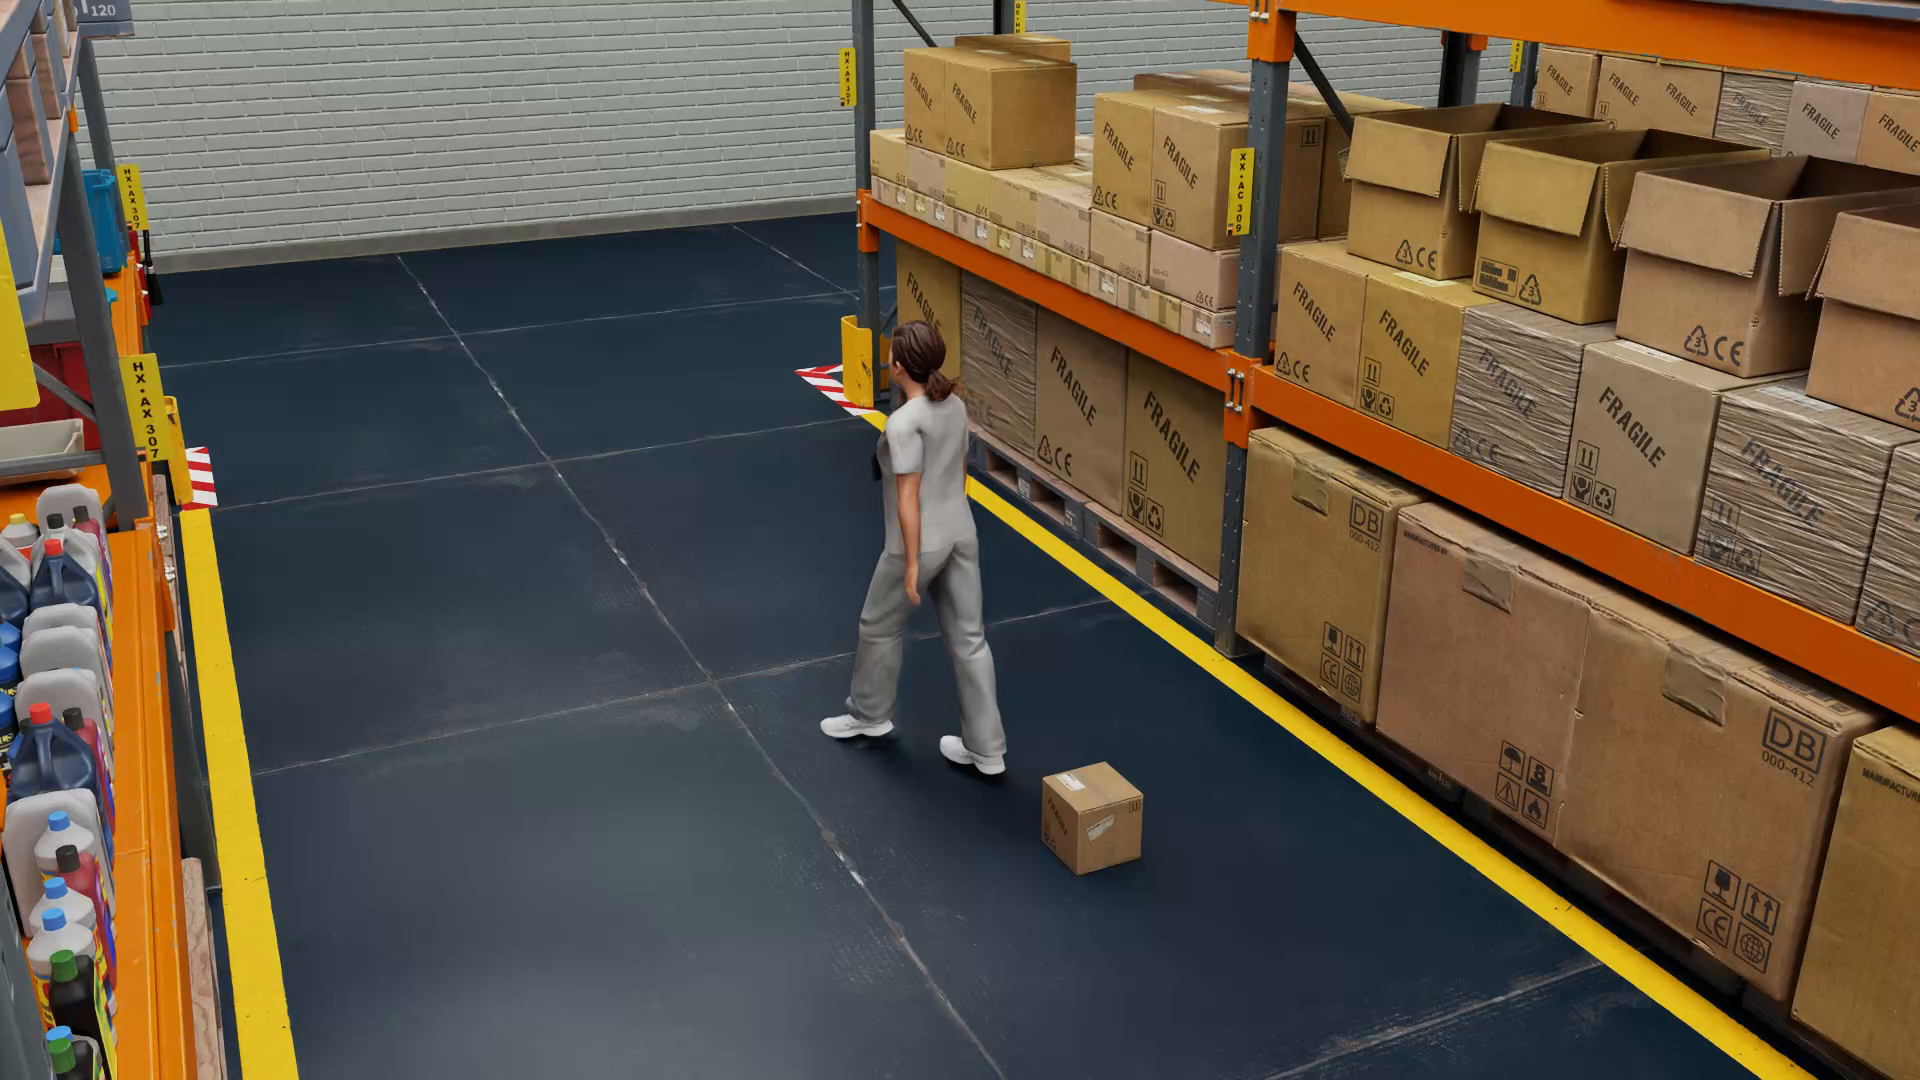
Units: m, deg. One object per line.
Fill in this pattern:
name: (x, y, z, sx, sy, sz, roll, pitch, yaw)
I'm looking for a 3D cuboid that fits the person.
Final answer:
person: (-0.129, 0.026, 6.048, 0.807, 1.662, 0.470, 20, 30, 40)
